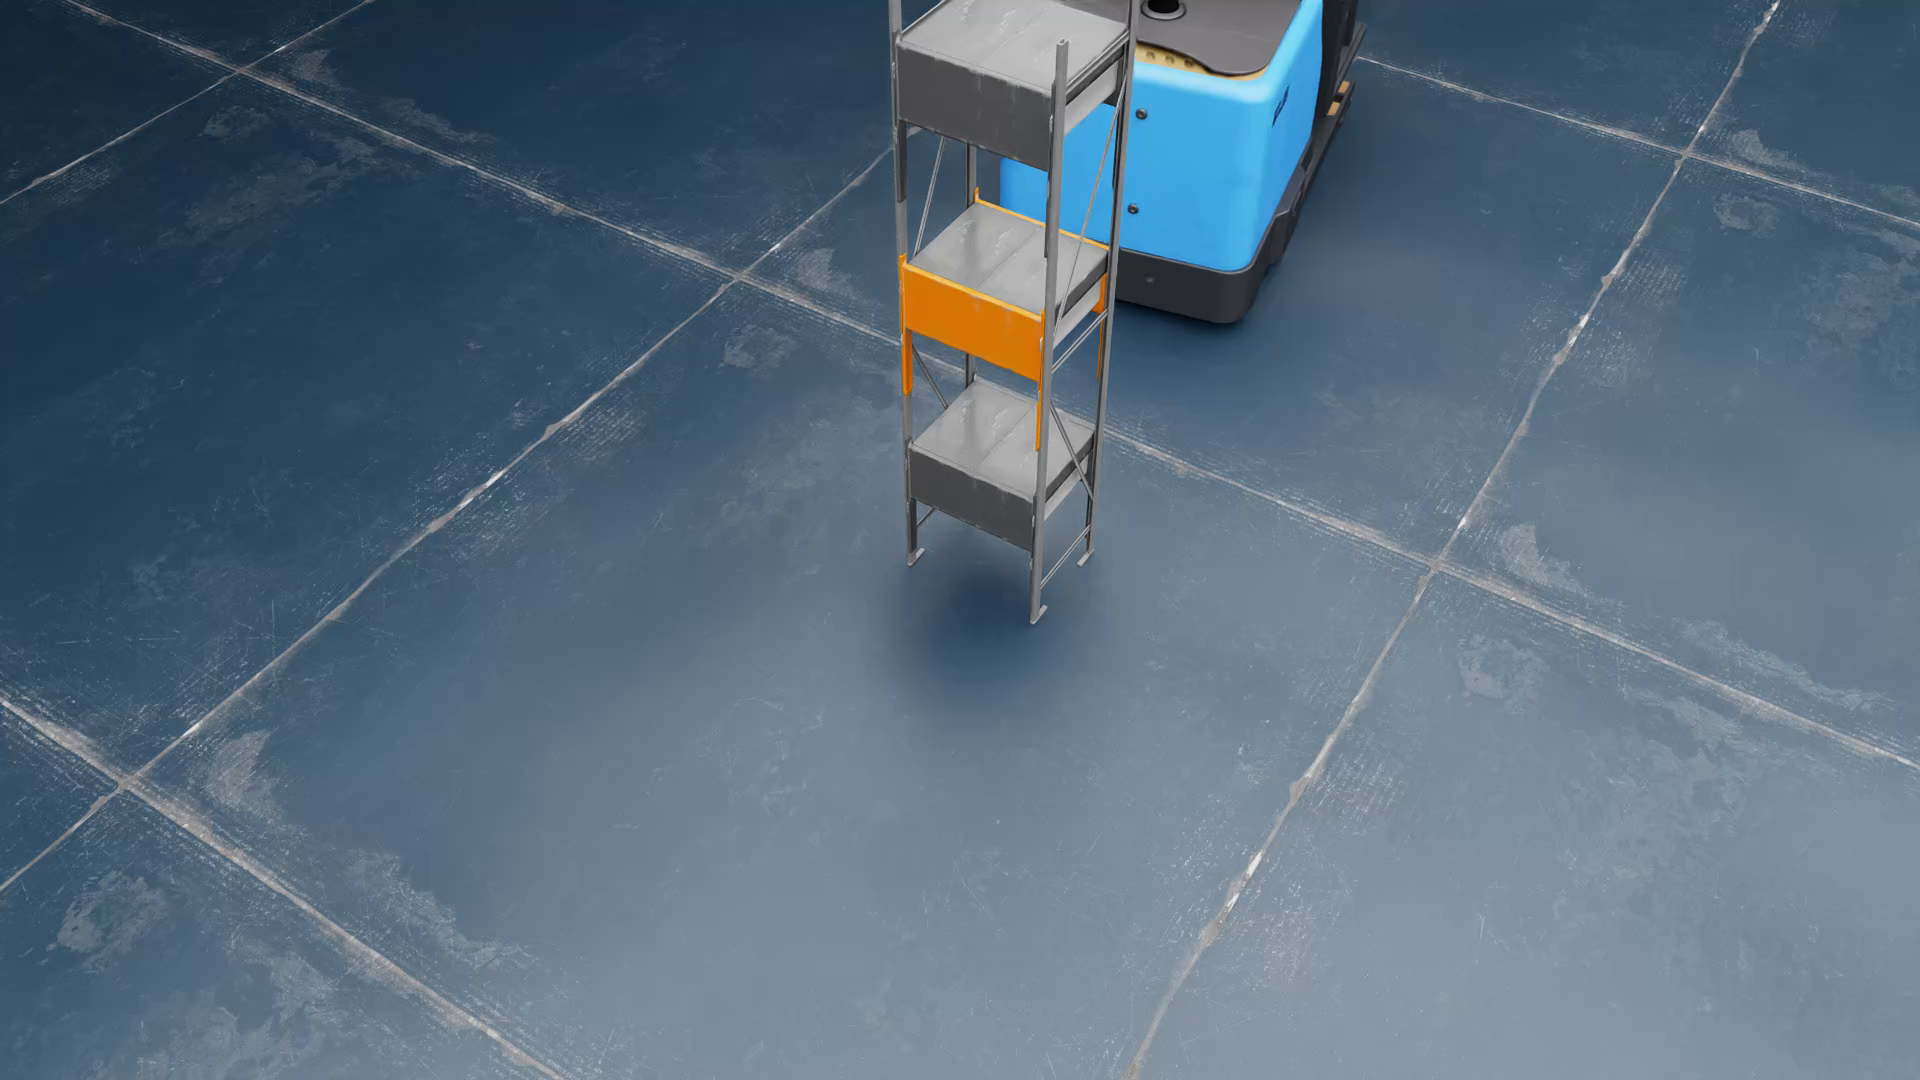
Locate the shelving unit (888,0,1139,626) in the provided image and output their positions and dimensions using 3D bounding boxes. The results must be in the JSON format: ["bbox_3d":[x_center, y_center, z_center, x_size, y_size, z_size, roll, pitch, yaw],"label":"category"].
[{"bbox_3d":[0.139,-0.668,4.935,0.503,2.100,0.431,25,51,22],"label":"shelving unit"}]

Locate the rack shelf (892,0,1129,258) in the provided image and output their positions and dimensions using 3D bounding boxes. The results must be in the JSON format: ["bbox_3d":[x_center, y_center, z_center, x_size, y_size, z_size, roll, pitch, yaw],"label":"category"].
[{"bbox_3d":[0.139,-1.146,4.442,0.480,0.518,0.431,25,51,22],"label":"rack shelf"}]

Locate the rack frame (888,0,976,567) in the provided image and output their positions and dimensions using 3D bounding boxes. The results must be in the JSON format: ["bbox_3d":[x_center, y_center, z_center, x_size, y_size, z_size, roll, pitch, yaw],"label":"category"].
[{"bbox_3d":[-0.066,-0.762,5.026,0.015,2.100,0.400,25,51,22],"label":"rack frame"}]

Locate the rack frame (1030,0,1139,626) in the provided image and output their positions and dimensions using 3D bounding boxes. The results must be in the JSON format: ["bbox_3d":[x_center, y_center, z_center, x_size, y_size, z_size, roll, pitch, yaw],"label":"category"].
[{"bbox_3d":[0.345,-0.573,4.843,0.015,2.100,0.400,25,51,22],"label":"rack frame"}]

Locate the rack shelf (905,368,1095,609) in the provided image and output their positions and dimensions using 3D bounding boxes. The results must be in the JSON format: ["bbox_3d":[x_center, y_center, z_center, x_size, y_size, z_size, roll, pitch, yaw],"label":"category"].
[{"bbox_3d":[0.139,-0.170,5.446,0.480,0.518,0.431,25,51,22],"label":"rack shelf"}]

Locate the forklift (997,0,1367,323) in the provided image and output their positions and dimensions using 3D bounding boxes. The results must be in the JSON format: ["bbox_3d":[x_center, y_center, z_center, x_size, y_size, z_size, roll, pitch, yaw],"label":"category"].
[{"bbox_3d":[1.163,-2.937,6.561,1.130,2.935,3.031,16,48,15],"label":"forklift"}]

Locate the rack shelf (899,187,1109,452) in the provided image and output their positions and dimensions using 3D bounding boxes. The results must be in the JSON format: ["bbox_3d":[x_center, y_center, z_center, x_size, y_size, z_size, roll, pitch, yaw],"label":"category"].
[{"bbox_3d":[0.139,-0.658,4.944,0.480,0.518,0.431,25,51,22],"label":"rack shelf"}]
